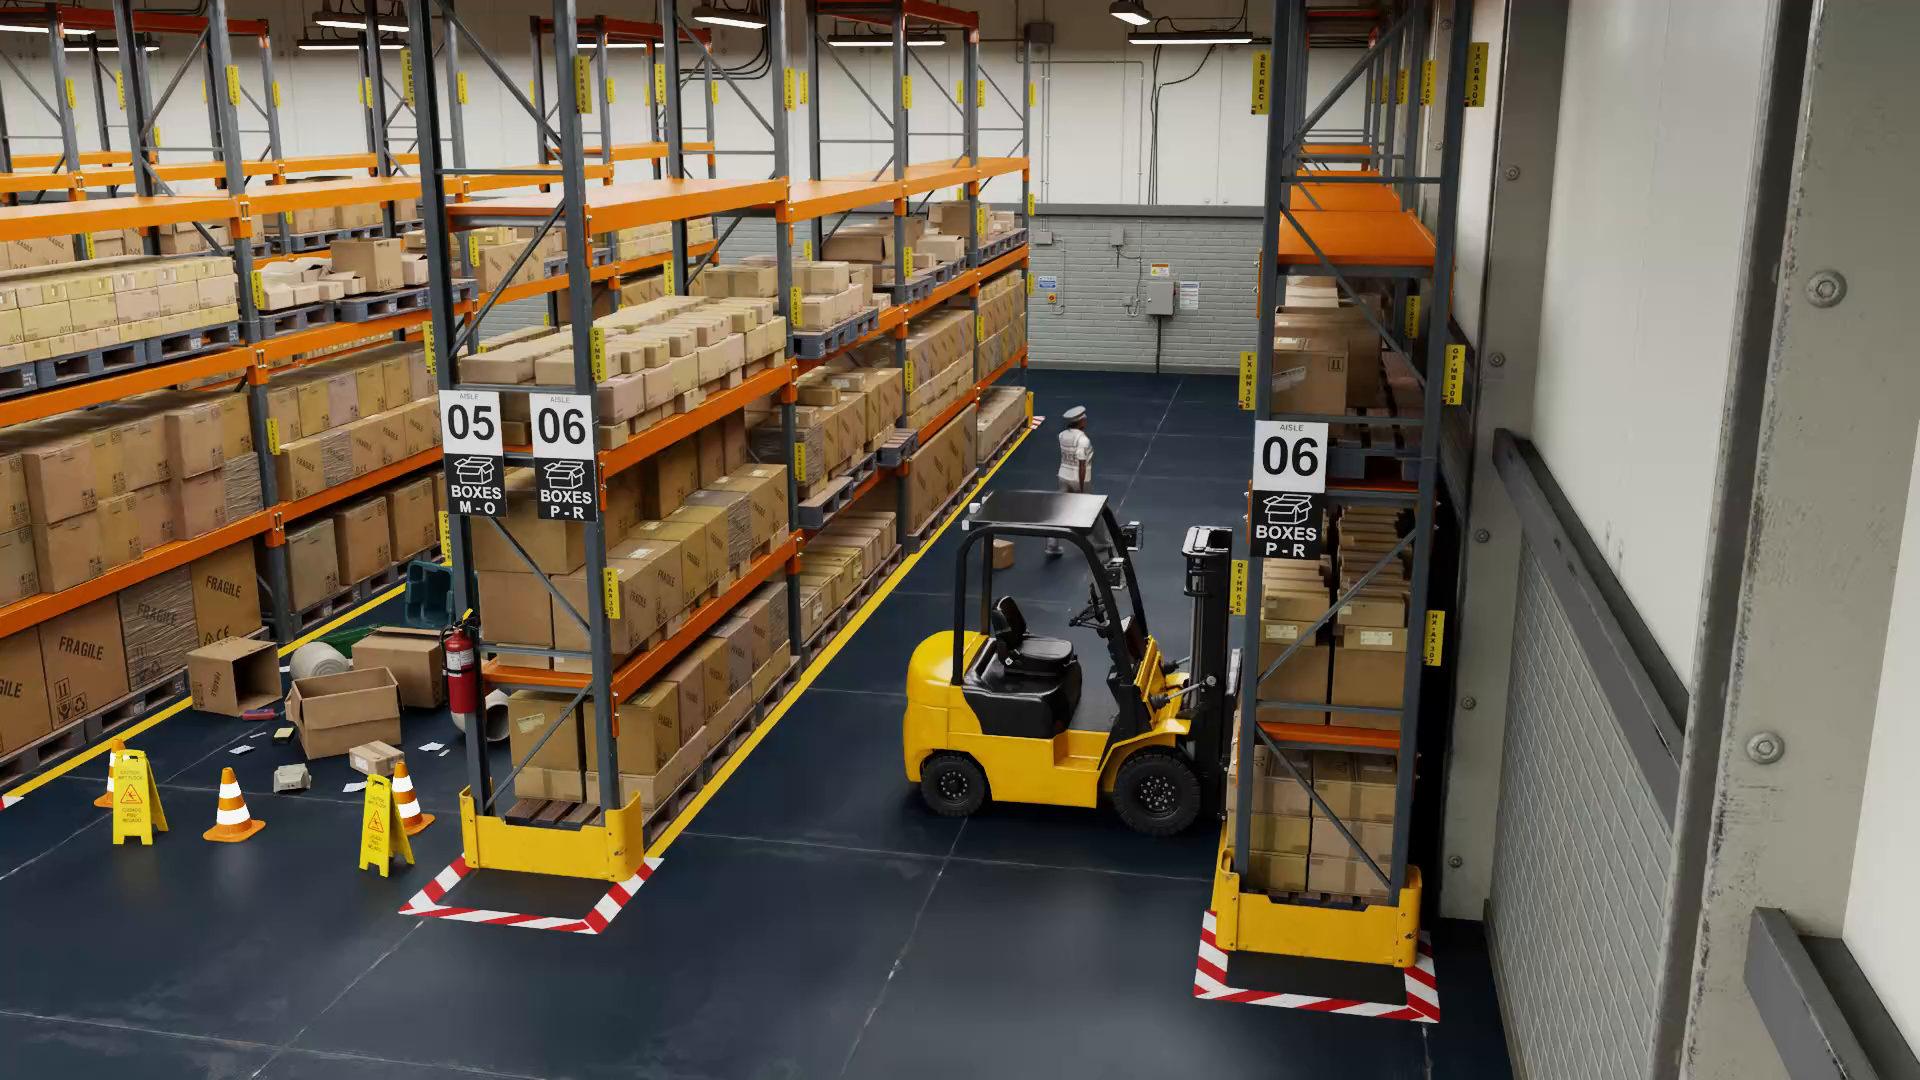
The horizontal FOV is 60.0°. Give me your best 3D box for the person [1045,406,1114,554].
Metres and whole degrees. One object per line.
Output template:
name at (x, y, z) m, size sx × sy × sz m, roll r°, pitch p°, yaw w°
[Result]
person at (1.334, -0.688, 18.504) m, size 0.962 × 1.636 × 0.456 m, roll -14°, pitch 20°, yaw -42°
